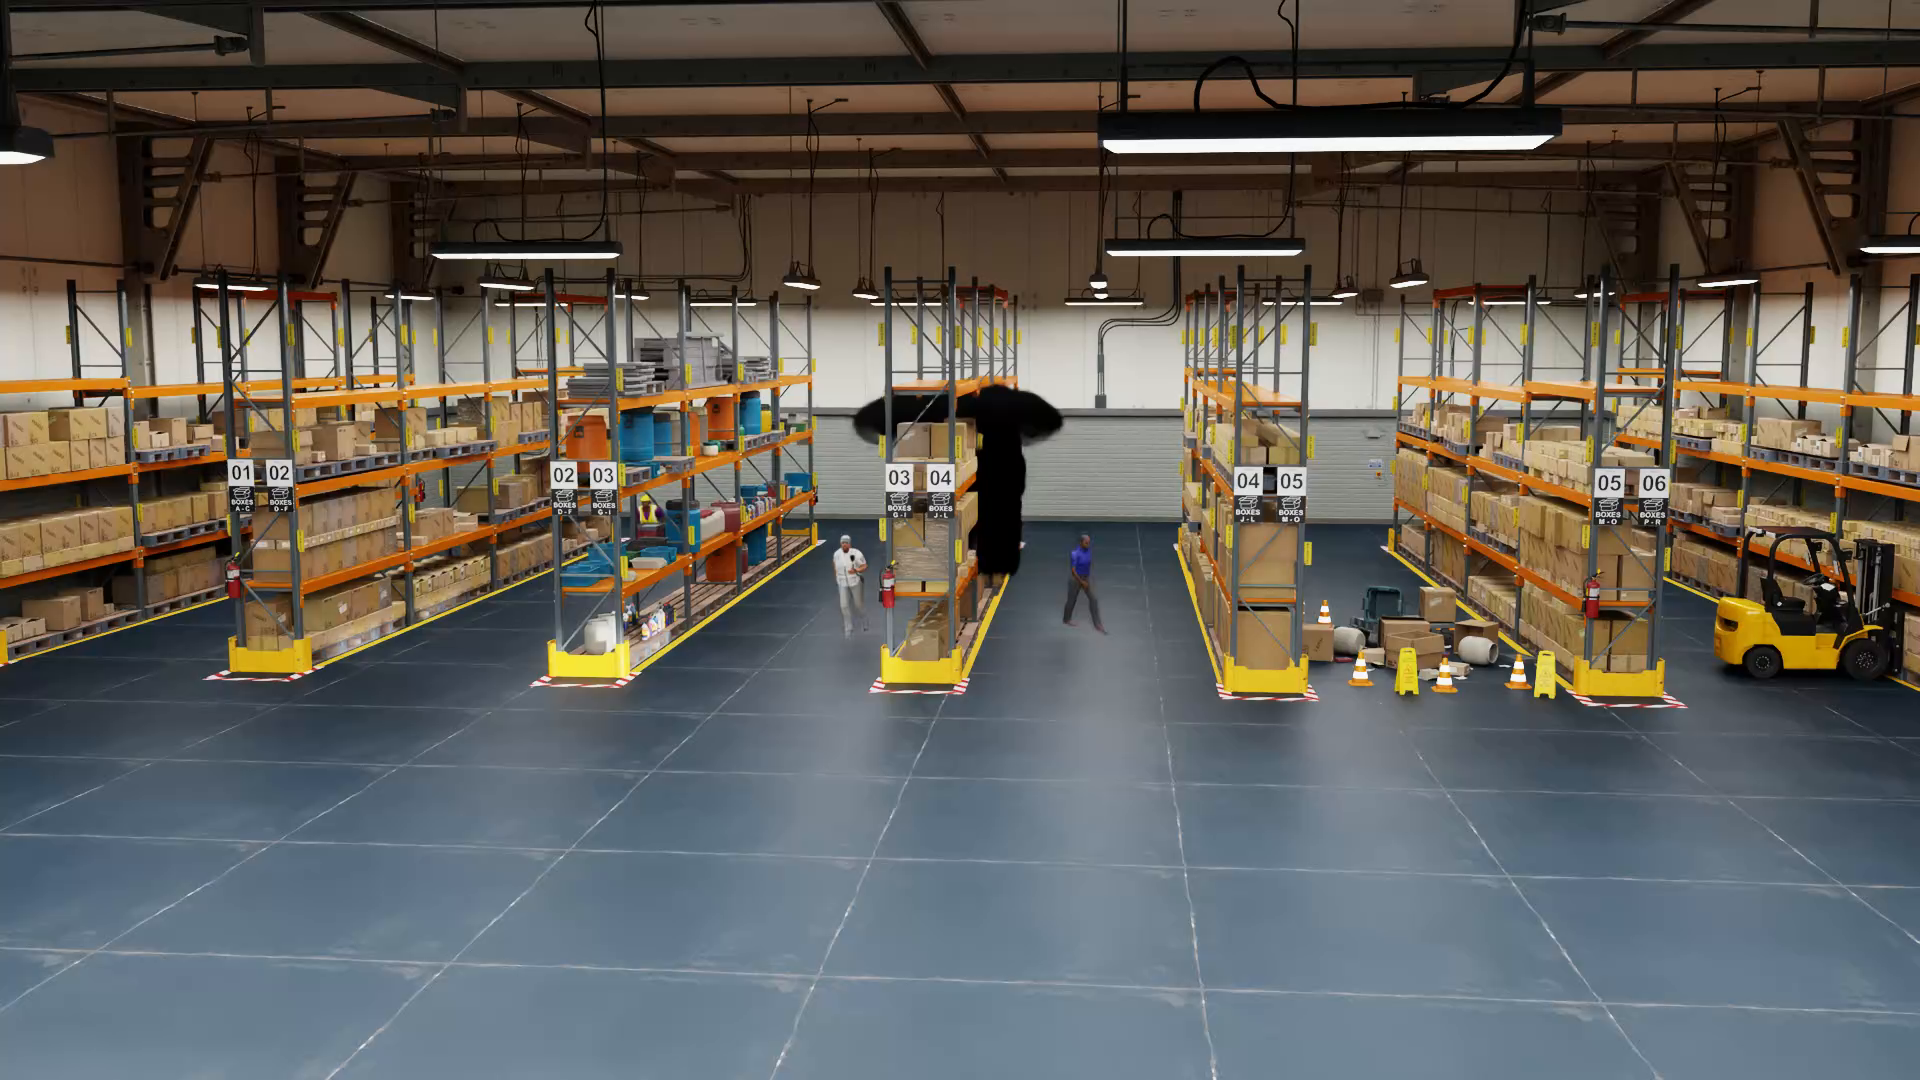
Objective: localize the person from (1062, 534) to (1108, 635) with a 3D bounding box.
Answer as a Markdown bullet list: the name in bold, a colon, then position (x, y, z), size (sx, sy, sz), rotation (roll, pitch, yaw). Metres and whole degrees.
- **person**: position (2.006, 0.715, 27.508), size (0.549, 1.659, 0.852), rotation (-4, 8, -29)

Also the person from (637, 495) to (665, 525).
- **person**: position (-6.678, -0.154, 35.751), size (0.725, 1.653, 0.831), rotation (-1, 7, -5)

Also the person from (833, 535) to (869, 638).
- **person**: position (-1.786, 0.722, 26.876), size (0.597, 1.635, 0.880), rotation (1, 7, 6)
